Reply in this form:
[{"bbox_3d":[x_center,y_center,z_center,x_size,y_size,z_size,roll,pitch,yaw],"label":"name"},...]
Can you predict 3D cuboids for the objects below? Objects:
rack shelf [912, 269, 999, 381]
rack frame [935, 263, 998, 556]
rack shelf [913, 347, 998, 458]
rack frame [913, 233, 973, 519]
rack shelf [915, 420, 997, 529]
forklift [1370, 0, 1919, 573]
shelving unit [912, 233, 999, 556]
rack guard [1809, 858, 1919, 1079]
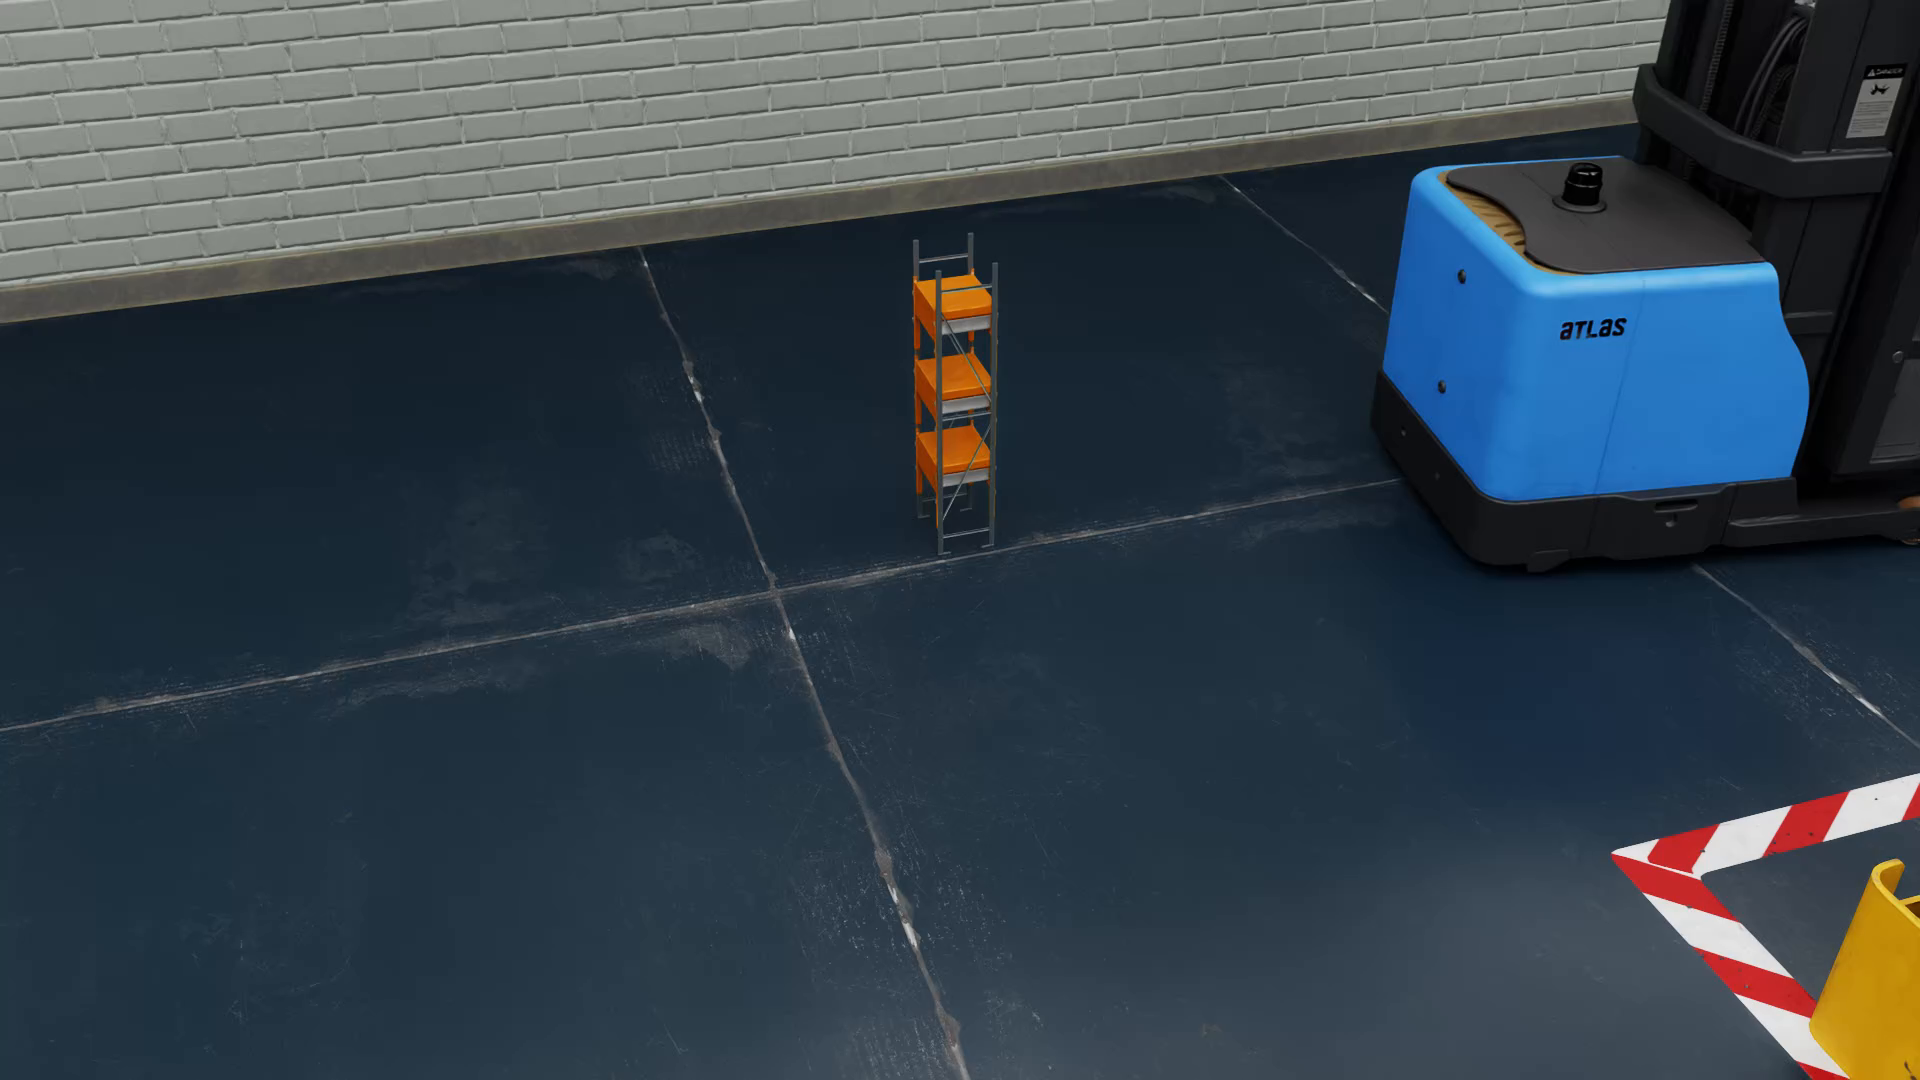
[{"bbox_3d":[-0.016,-0.694,5.352,0.215,0.259,0.240,-10,35,-15],"label":"rack shelf"},{"bbox_3d":[0.021,-0.402,5.406,0.200,1.050,0.008,-10,35,-15],"label":"rack frame"},{"bbox_3d":[-0.016,-0.457,5.509,0.215,0.259,0.240,-10,35,-15],"label":"rack shelf"},{"bbox_3d":[-0.054,-0.530,5.600,0.200,1.050,0.008,-10,35,-15],"label":"rack frame"},{"bbox_3d":[-0.016,-0.225,5.662,0.215,0.259,0.240,-10,35,-15],"label":"rack shelf"},{"bbox_3d":[3.110,-1.489,5.345,3.031,2.935,1.130,-5,34,-8],"label":"forklift"},{"bbox_3d":[-0.016,-0.466,5.503,0.215,1.050,0.252,-10,35,-15],"label":"shelving unit"},{"bbox_3d":[2.623,0.939,3.876,1.175,0.500,0.348,-10,35,-15],"label":"rack guard"}]
